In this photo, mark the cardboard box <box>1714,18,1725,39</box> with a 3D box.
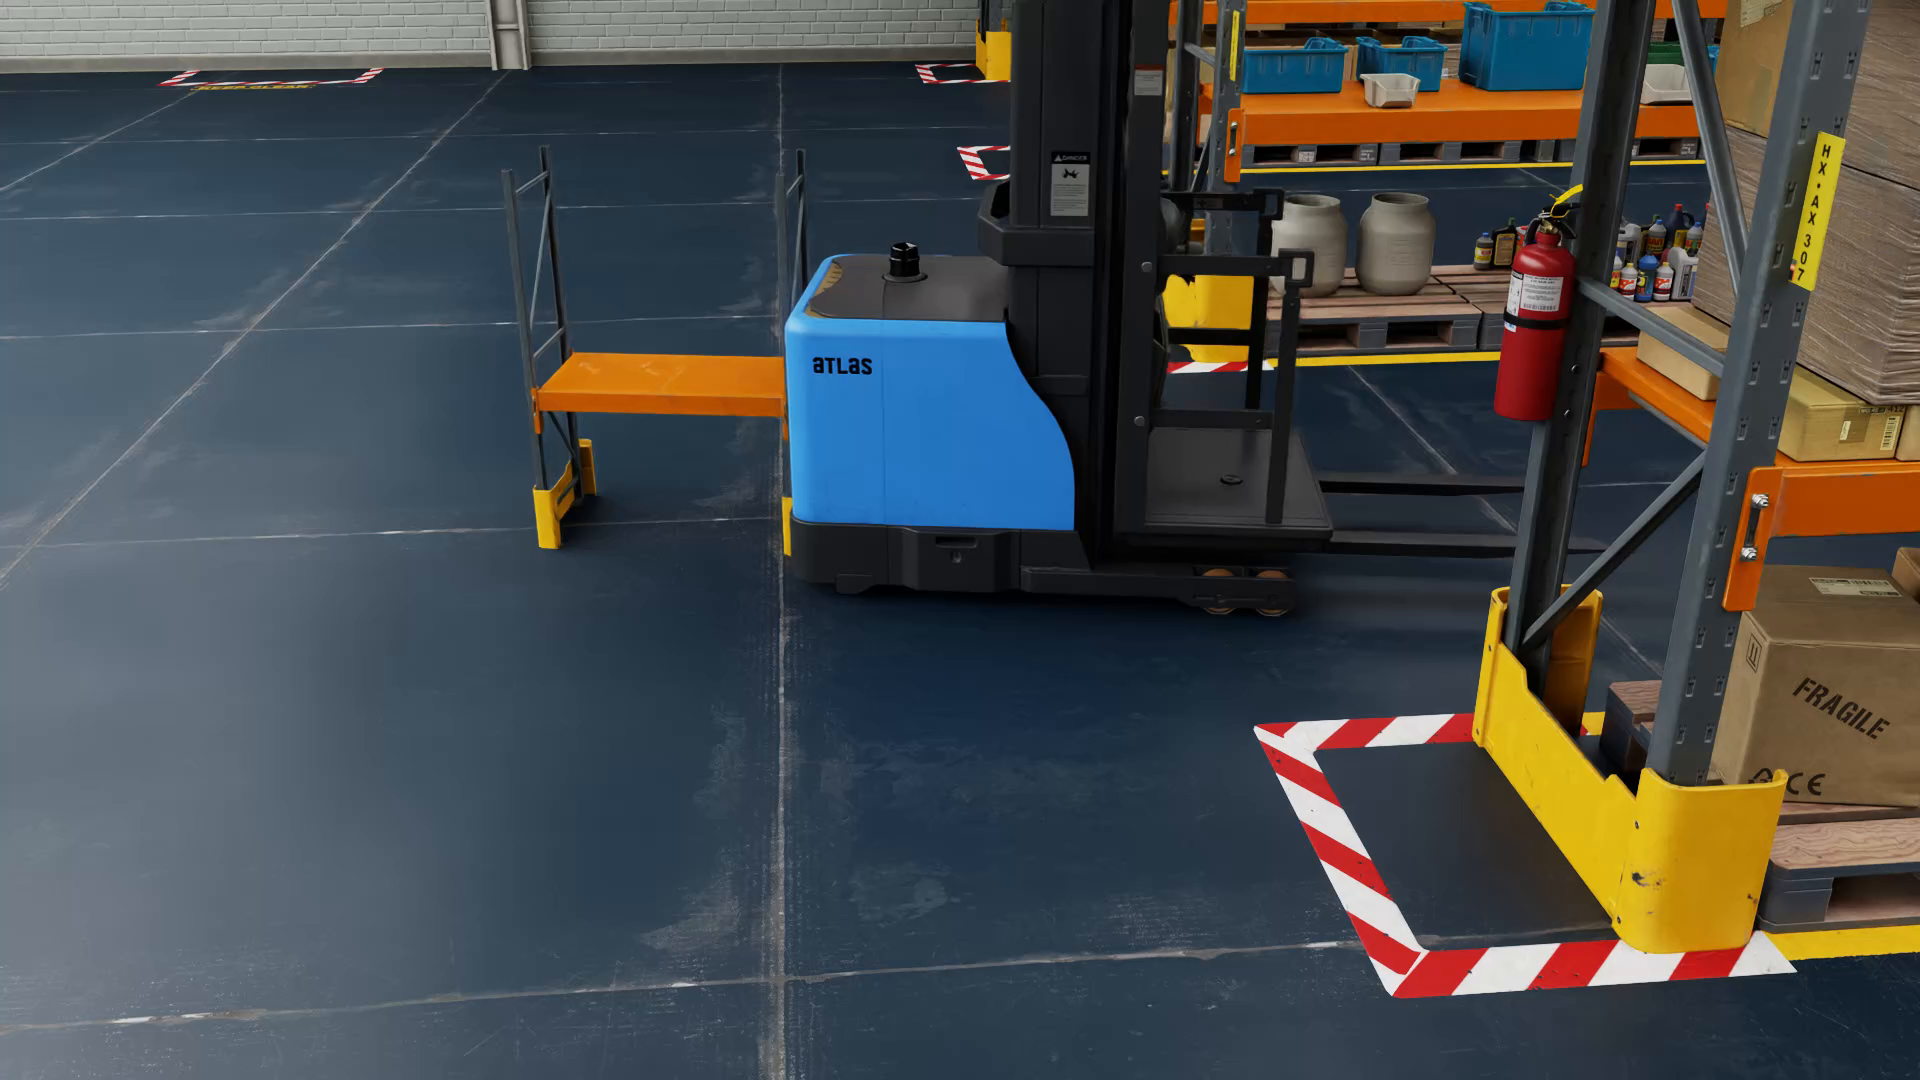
[{"bbox_3d":[9.035,-6.043,18.782,0.750,0.750,0.750,-3,24,-6],"label":"cardboard box"}]

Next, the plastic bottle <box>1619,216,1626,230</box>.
[{"bbox_3d":[3.828,-1.794,9.814,0.185,0.351,0.144,-2,24,-6],"label":"plastic bottle"}]

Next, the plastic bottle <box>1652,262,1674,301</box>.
[{"bbox_3d":[3.881,-1.432,9.182,0.097,0.201,0.097,0,24,0],"label":"plastic bottle"}]

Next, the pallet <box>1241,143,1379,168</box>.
[{"bbox_3d":[2.788,-3.356,14.041,1.213,0.211,1.003,-2,24,-5],"label":"pallet"}]

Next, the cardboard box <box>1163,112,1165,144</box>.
[{"bbox_3d":[1.375,-3.402,13.580,0.500,0.250,0.500,-2,24,-5],"label":"cardboard box"}]

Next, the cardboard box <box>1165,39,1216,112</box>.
[{"bbox_3d":[1.872,-3.766,13.474,0.500,0.500,0.500,-2,24,-5],"label":"cardboard box"}]

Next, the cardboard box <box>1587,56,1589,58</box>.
[{"bbox_3d":[5.692,-4.042,14.329,0.500,0.311,0.500,-2,24,-4],"label":"cardboard box"}]

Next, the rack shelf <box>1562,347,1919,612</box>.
[{"bbox_3d":[3.780,-0.282,4.578,4.000,0.370,1.077,-2,24,-5],"label":"rack shelf"}]

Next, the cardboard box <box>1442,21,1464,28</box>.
[{"bbox_3d":[5.550,-5.833,18.716,0.500,0.500,0.700,-3,24,-6],"label":"cardboard box"}]

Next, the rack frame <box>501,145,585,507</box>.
[{"bbox_3d":[-1.651,-0.770,6.635,0.032,1.500,0.500,2,24,4],"label":"rack frame"}]

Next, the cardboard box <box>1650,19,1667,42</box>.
[{"bbox_3d":[7.579,-5.866,18.790,0.500,0.500,0.700,-2,24,-4],"label":"cardboard box"}]

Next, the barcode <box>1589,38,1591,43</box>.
[{"bbox_3d":[5.095,-4.035,13.488,0.075,0.075,0.001,-2,24,-5],"label":"barcode"}]

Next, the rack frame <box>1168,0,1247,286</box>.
[{"bbox_3d":[1.303,-2.533,8.756,0.127,3.000,1.000,-2,24,-5],"label":"rack frame"}]

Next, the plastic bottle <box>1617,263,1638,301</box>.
[{"bbox_3d":[3.677,-1.424,9.163,0.097,0.201,0.097,0,24,0],"label":"plastic bottle"}]

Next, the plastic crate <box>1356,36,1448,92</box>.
[{"bbox_3d":[2.418,-2.630,9.157,0.408,0.251,0.499,-2,24,-5],"label":"plastic crate"}]

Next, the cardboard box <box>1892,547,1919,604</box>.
[{"bbox_3d":[3.004,0.363,4.800,0.500,0.500,0.500,4,24,9],"label":"cardboard box"}]

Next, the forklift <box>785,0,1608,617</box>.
[{"bbox_3d":[0.905,-1.282,6.027,3.031,2.935,1.130,2,24,4],"label":"forklift"}]

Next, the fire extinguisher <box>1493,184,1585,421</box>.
[{"bbox_3d":[1.630,-0.678,4.677,0.183,0.674,0.296,-2,24,-5],"label":"fire extinguisher"}]

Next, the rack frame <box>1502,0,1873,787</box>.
[{"bbox_3d":[1.789,-0.531,4.252,0.127,3.000,1.000,-2,24,-5],"label":"rack frame"}]

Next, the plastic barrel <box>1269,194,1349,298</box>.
[{"bbox_3d":[1.950,-1.645,9.305,0.421,0.512,0.421,0,24,0],"label":"plastic barrel"}]

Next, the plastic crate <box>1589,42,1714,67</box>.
[{"bbox_3d":[3.905,-2.656,9.293,0.662,0.188,0.450,-2,24,-5],"label":"plastic crate"}]

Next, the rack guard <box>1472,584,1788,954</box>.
[{"bbox_3d":[1.865,0.608,4.767,0.348,0.500,1.175,-2,24,-5],"label":"rack guard"}]

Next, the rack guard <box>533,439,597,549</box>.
[{"bbox_3d":[-1.631,-0.198,6.888,0.087,0.250,0.587,2,24,4],"label":"rack guard"}]

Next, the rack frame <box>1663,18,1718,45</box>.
[{"bbox_3d":[8.290,-6.857,18.484,0.127,3.000,1.000,-2,24,-5],"label":"rack frame"}]

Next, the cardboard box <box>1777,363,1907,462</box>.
[{"bbox_3d":[2.096,-0.331,4.112,0.250,0.149,0.380,-2,24,-5],"label":"cardboard box"}]

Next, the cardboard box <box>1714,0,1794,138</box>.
[{"bbox_3d":[2.312,-1.292,4.242,0.500,0.500,0.500,-2,24,-5],"label":"cardboard box"}]

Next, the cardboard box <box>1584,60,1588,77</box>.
[{"bbox_3d":[5.236,-3.803,13.790,0.500,0.311,0.500,-2,24,-5],"label":"cardboard box"}]

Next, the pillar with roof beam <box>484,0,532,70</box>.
[{"bbox_3d":[-4.607,-7.677,12.943,0.400,9.000,9.100,-2,24,-5],"label":"pillar with roof beam"}]

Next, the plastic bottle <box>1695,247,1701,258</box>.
[{"bbox_3d":[4.158,-1.521,9.198,0.185,0.351,0.144,-2,24,-5],"label":"plastic bottle"}]

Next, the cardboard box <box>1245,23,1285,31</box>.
[{"bbox_3d":[3.280,-5.698,18.413,0.500,0.500,0.500,-4,24,-9],"label":"cardboard box"}]

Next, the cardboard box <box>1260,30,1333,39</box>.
[{"bbox_3d":[2.815,-4.021,14.048,0.500,0.500,0.500,-2,24,-5],"label":"cardboard box"}]

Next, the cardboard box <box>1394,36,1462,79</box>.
[{"bbox_3d":[3.861,-3.851,13.666,0.500,0.500,0.500,-2,24,-5],"label":"cardboard box"}]

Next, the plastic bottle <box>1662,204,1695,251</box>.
[{"bbox_3d":[4.251,-1.811,9.852,0.185,0.351,0.144,-3,24,-7],"label":"plastic bottle"}]

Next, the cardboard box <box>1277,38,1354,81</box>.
[{"bbox_3d":[2.868,-3.804,13.560,0.500,0.500,0.500,-2,24,-5],"label":"cardboard box"}]

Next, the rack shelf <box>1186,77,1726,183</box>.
[{"bbox_3d":[3.293,-2.284,9.082,4.000,0.370,1.077,-2,24,-5],"label":"rack shelf"}]

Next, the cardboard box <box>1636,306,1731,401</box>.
[{"bbox_3d":[2.053,-0.511,4.516,0.250,0.149,0.380,-2,24,-5],"label":"cardboard box"}]

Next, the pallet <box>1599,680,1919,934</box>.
[{"bbox_3d":[2.677,0.722,4.866,1.213,0.211,1.003,-2,24,-5],"label":"pallet"}]

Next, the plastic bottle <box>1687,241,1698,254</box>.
[{"bbox_3d":[4.123,-1.530,9.303,0.133,0.283,0.061,-2,24,-5],"label":"plastic bottle"}]

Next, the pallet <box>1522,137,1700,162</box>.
[{"bbox_3d":[5.529,-3.466,14.288,1.213,0.211,1.003,-2,24,-5],"label":"pallet"}]

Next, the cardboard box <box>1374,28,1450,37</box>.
[{"bbox_3d":[3.811,-4.058,14.132,0.500,0.500,0.500,-2,24,-5],"label":"cardboard box"}]

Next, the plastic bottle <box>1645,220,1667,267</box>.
[{"bbox_3d":[4.109,-1.754,9.821,0.097,0.271,0.097,0,24,0],"label":"plastic bottle"}]

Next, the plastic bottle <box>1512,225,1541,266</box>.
[{"bbox_3d":[3.341,-1.739,9.781,0.135,0.276,0.152,-2,24,-5],"label":"plastic bottle"}]

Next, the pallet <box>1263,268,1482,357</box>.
[{"bbox_3d":[2.183,-1.311,9.440,1.213,0.211,1.003,-2,24,-5],"label":"pallet"}]

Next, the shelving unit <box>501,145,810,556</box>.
[{"bbox_3d":[-1.135,-0.754,6.600,1.083,1.500,0.587,2,24,4],"label":"shelving unit"}]

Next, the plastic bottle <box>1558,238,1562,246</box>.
[{"bbox_3d":[3.509,-1.661,9.697,0.097,0.201,0.097,0,24,0],"label":"plastic bottle"}]

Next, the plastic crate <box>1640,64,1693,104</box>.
[{"bbox_3d":[3.692,-2.405,8.793,0.437,0.136,0.530,-2,24,-5],"label":"plastic crate"}]

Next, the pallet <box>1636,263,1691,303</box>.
[{"bbox_3d":[4.611,-1.409,9.659,1.213,0.211,1.003,-2,24,-5],"label":"pallet"}]

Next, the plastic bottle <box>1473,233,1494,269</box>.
[{"bbox_3d":[3.087,-1.706,9.799,0.097,0.201,0.097,0,24,0],"label":"plastic bottle"}]

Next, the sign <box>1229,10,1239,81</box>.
[{"bbox_3d":[1.352,-2.437,8.199,0.005,0.325,0.100,-2,24,-5],"label":"sign"}]
